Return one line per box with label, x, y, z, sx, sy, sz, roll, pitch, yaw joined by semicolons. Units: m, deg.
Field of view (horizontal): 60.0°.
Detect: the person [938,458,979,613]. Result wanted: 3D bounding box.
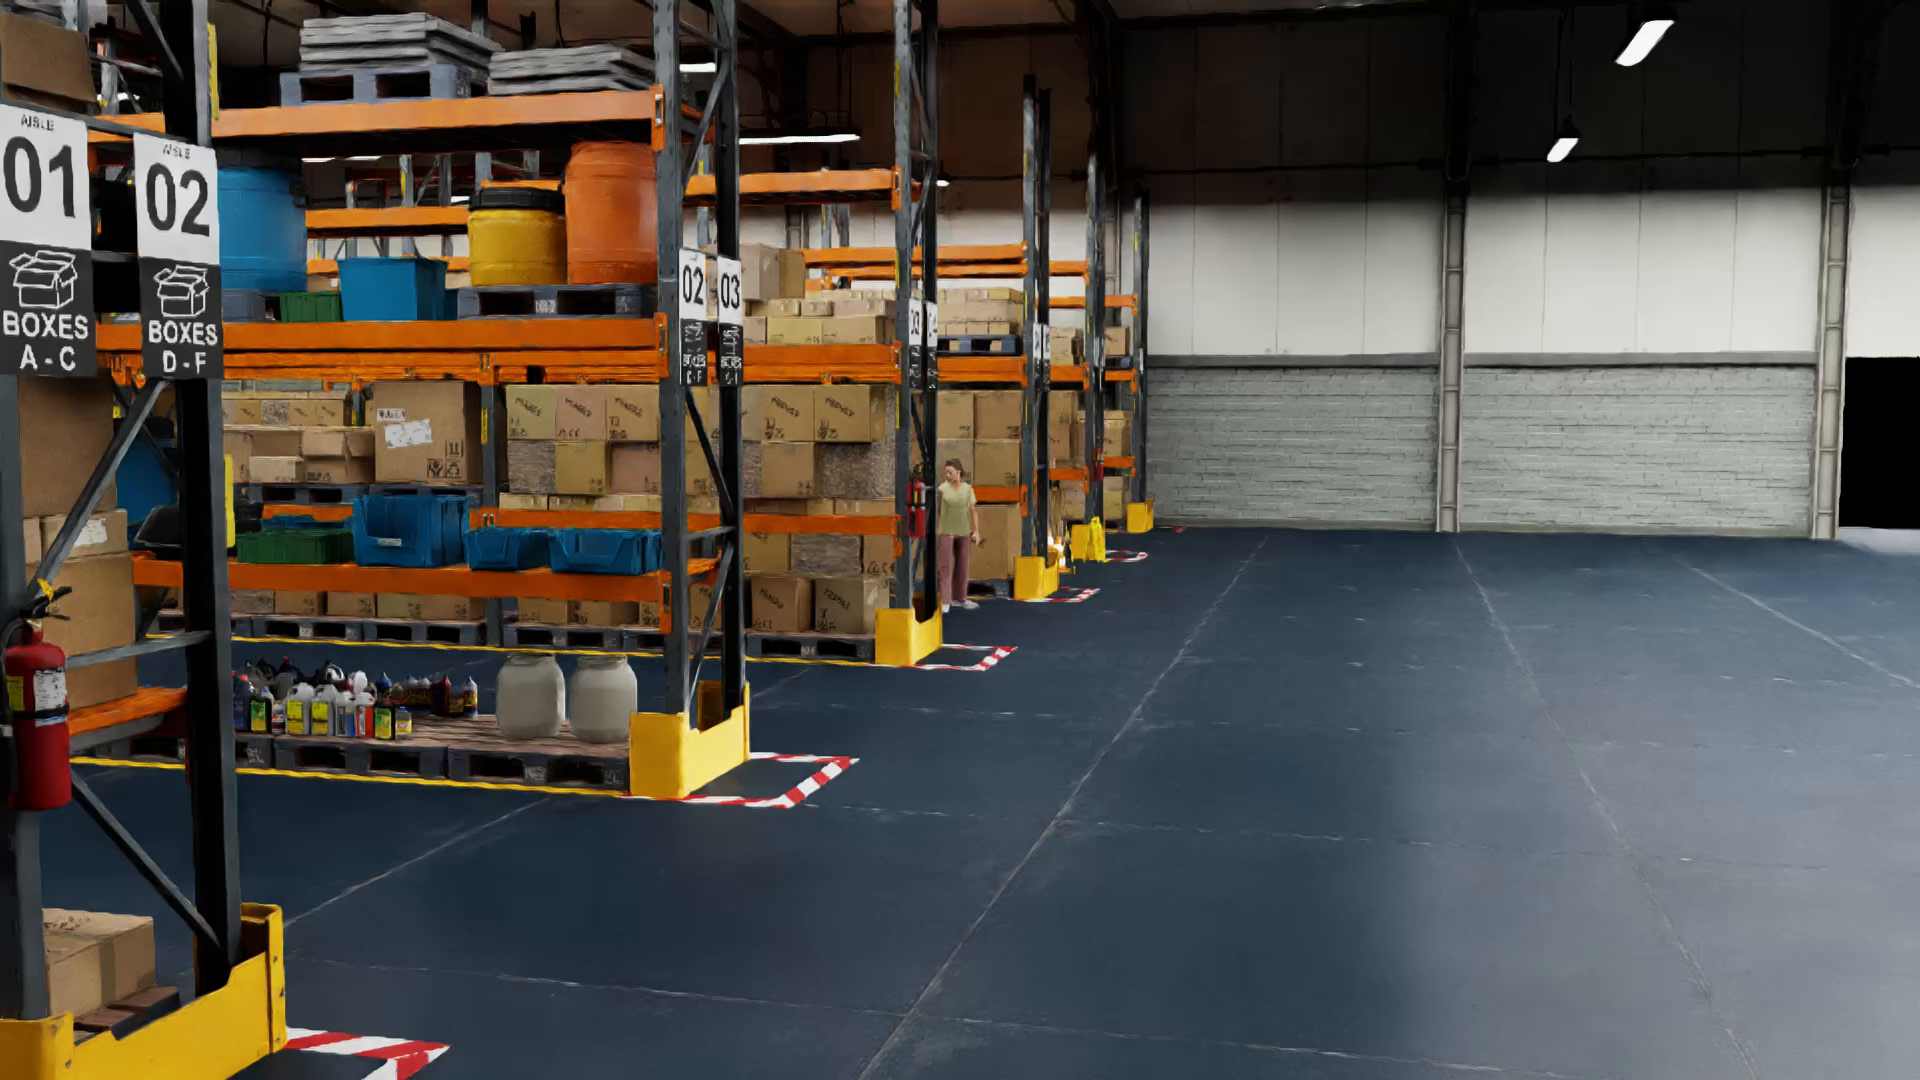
person;-0.025;-0.061;18.043;0.570;1.661;0.654;-2;5;-18
